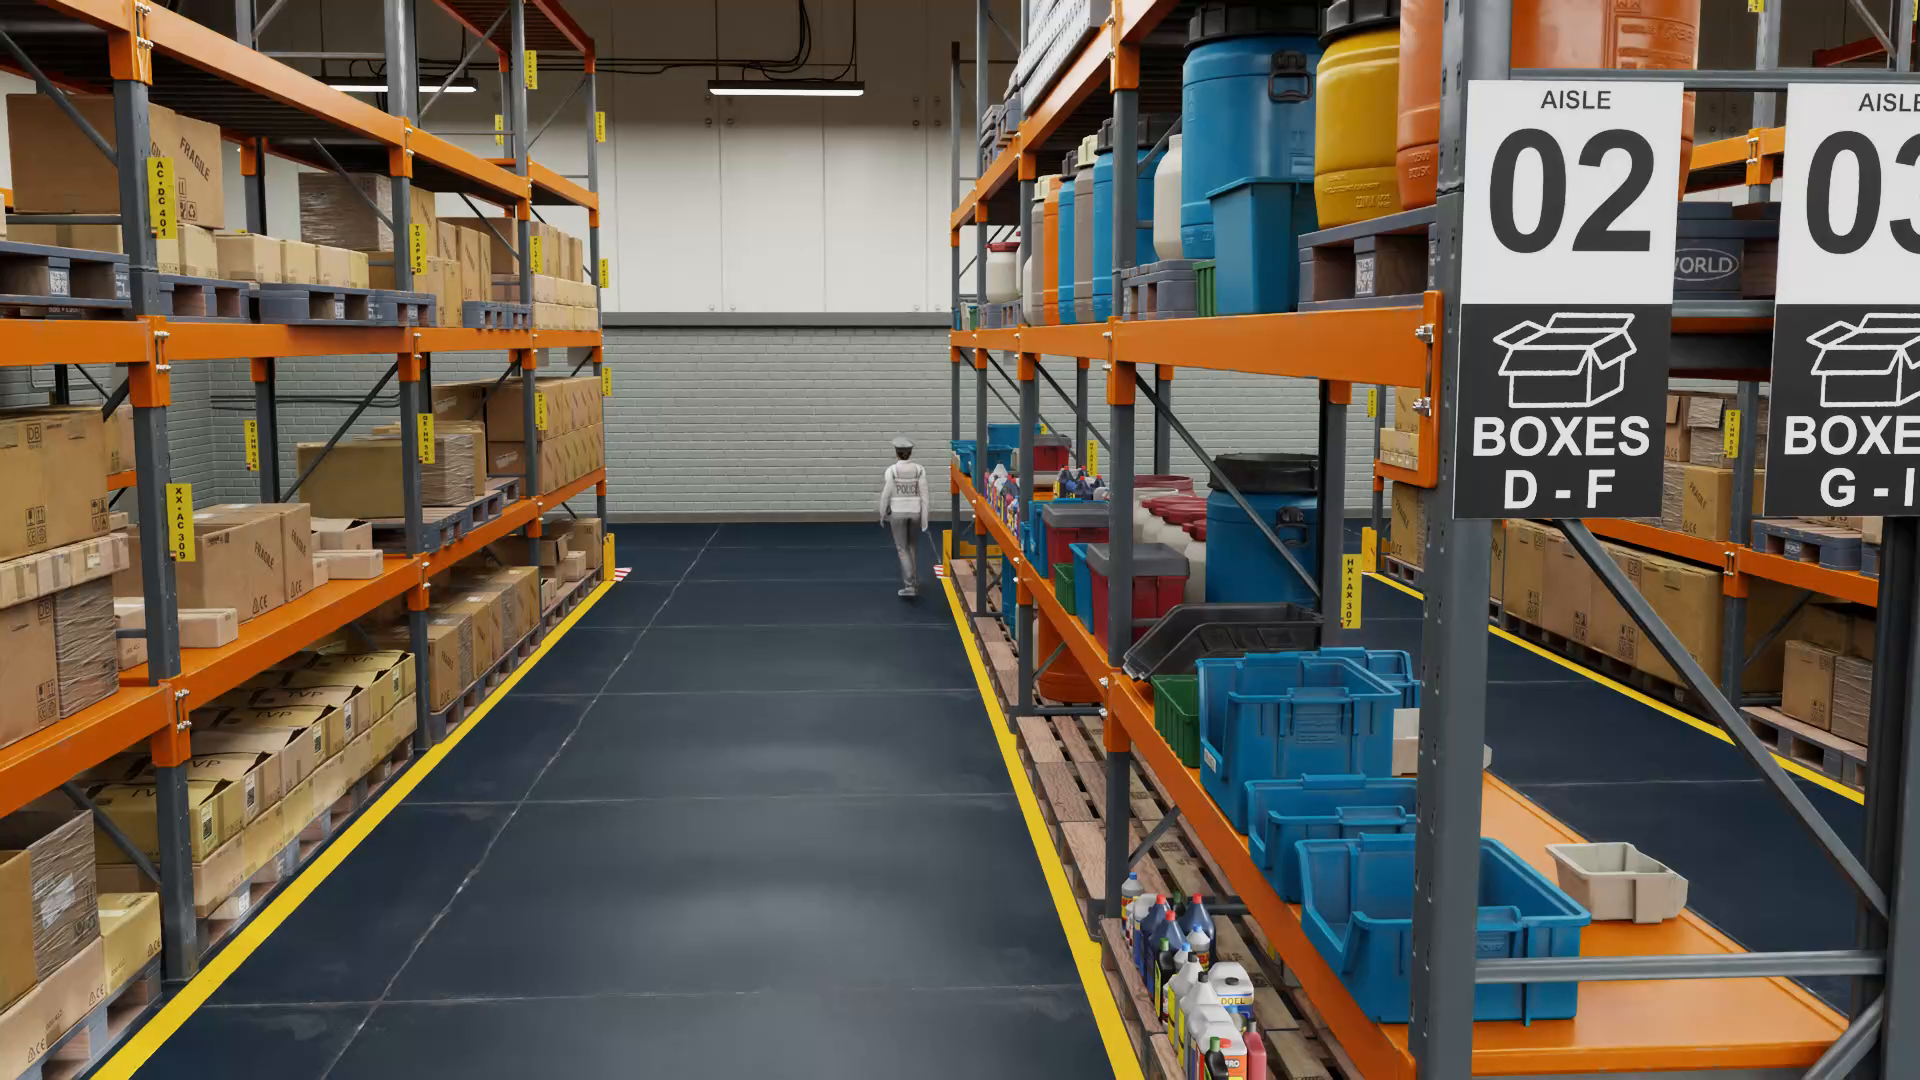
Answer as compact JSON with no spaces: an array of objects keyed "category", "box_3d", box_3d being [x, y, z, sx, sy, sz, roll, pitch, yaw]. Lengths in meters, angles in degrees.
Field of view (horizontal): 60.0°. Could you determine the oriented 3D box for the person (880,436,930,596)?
[{"category":"person","box_3d":[-0.593,-0.216,17.530,0.496,1.745,0.590,-3,8,-25]}]
